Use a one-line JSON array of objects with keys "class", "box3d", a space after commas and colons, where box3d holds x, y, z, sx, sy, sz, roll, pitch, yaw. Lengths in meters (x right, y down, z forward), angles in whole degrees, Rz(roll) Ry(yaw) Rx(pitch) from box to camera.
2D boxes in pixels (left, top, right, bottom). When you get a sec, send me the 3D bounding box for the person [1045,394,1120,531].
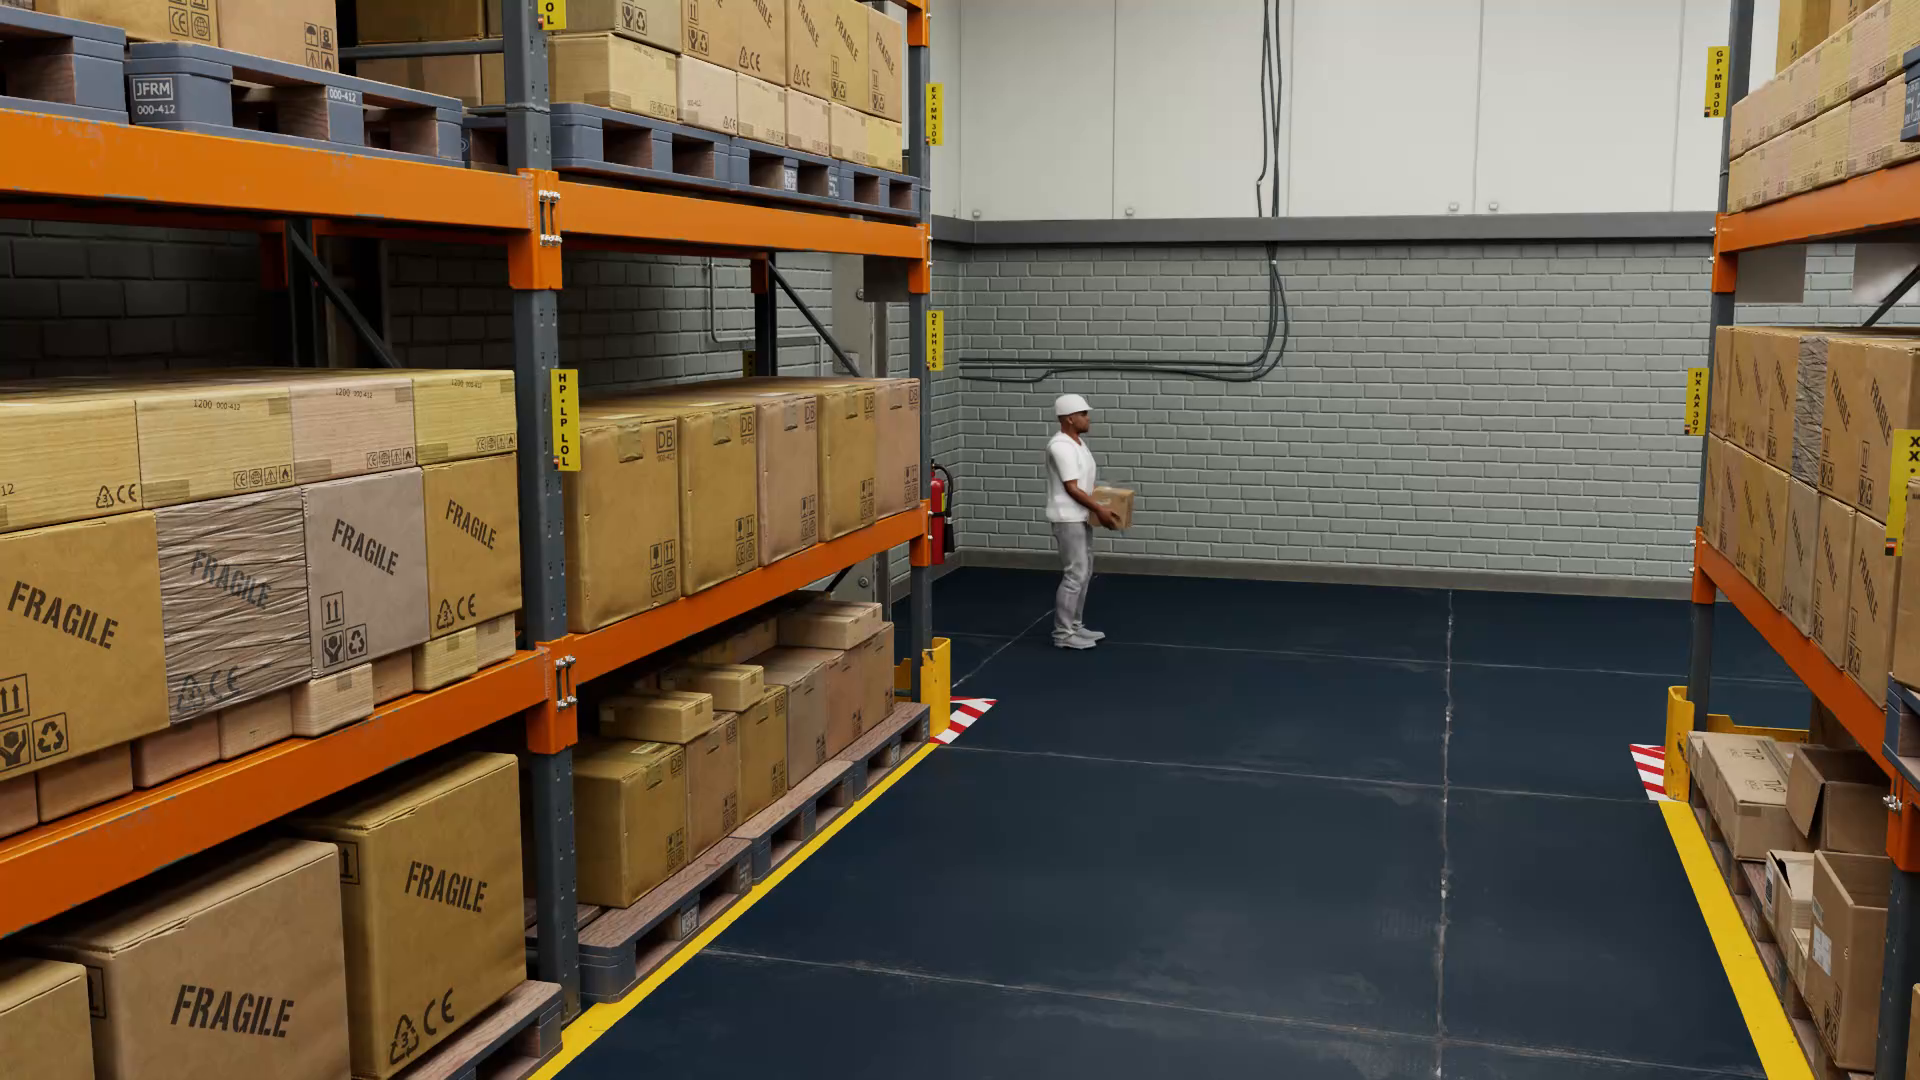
[{"class": "person", "box3d": [0.880, -0.548, 11.615, 0.551, 0.938, 0.542, 2, 9, 16]}]
